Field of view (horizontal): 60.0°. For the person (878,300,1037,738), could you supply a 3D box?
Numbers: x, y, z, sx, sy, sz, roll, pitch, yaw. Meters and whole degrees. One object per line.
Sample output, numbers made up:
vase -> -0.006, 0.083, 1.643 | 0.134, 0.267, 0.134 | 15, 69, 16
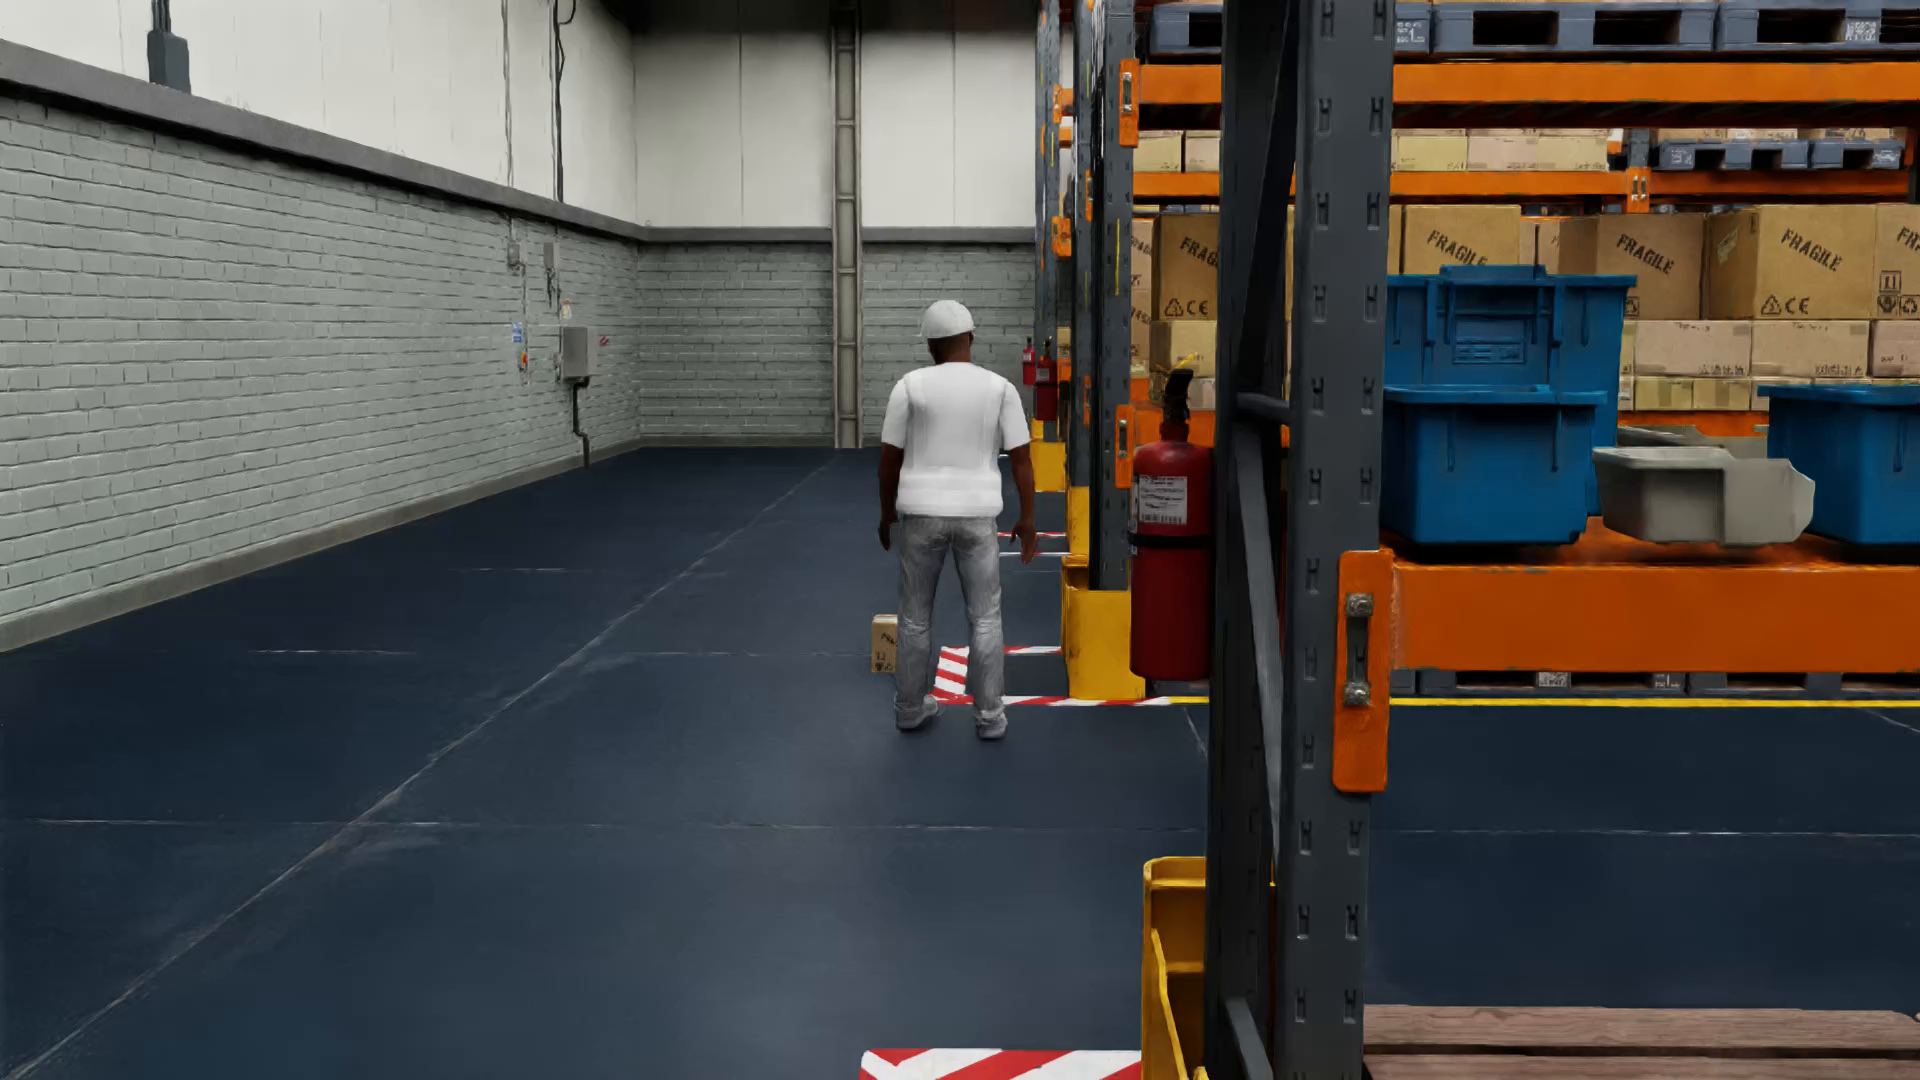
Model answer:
person -> -0.013, -0.093, 6.827 | 0.646, 1.767, 0.489 | 0, 7, -4
